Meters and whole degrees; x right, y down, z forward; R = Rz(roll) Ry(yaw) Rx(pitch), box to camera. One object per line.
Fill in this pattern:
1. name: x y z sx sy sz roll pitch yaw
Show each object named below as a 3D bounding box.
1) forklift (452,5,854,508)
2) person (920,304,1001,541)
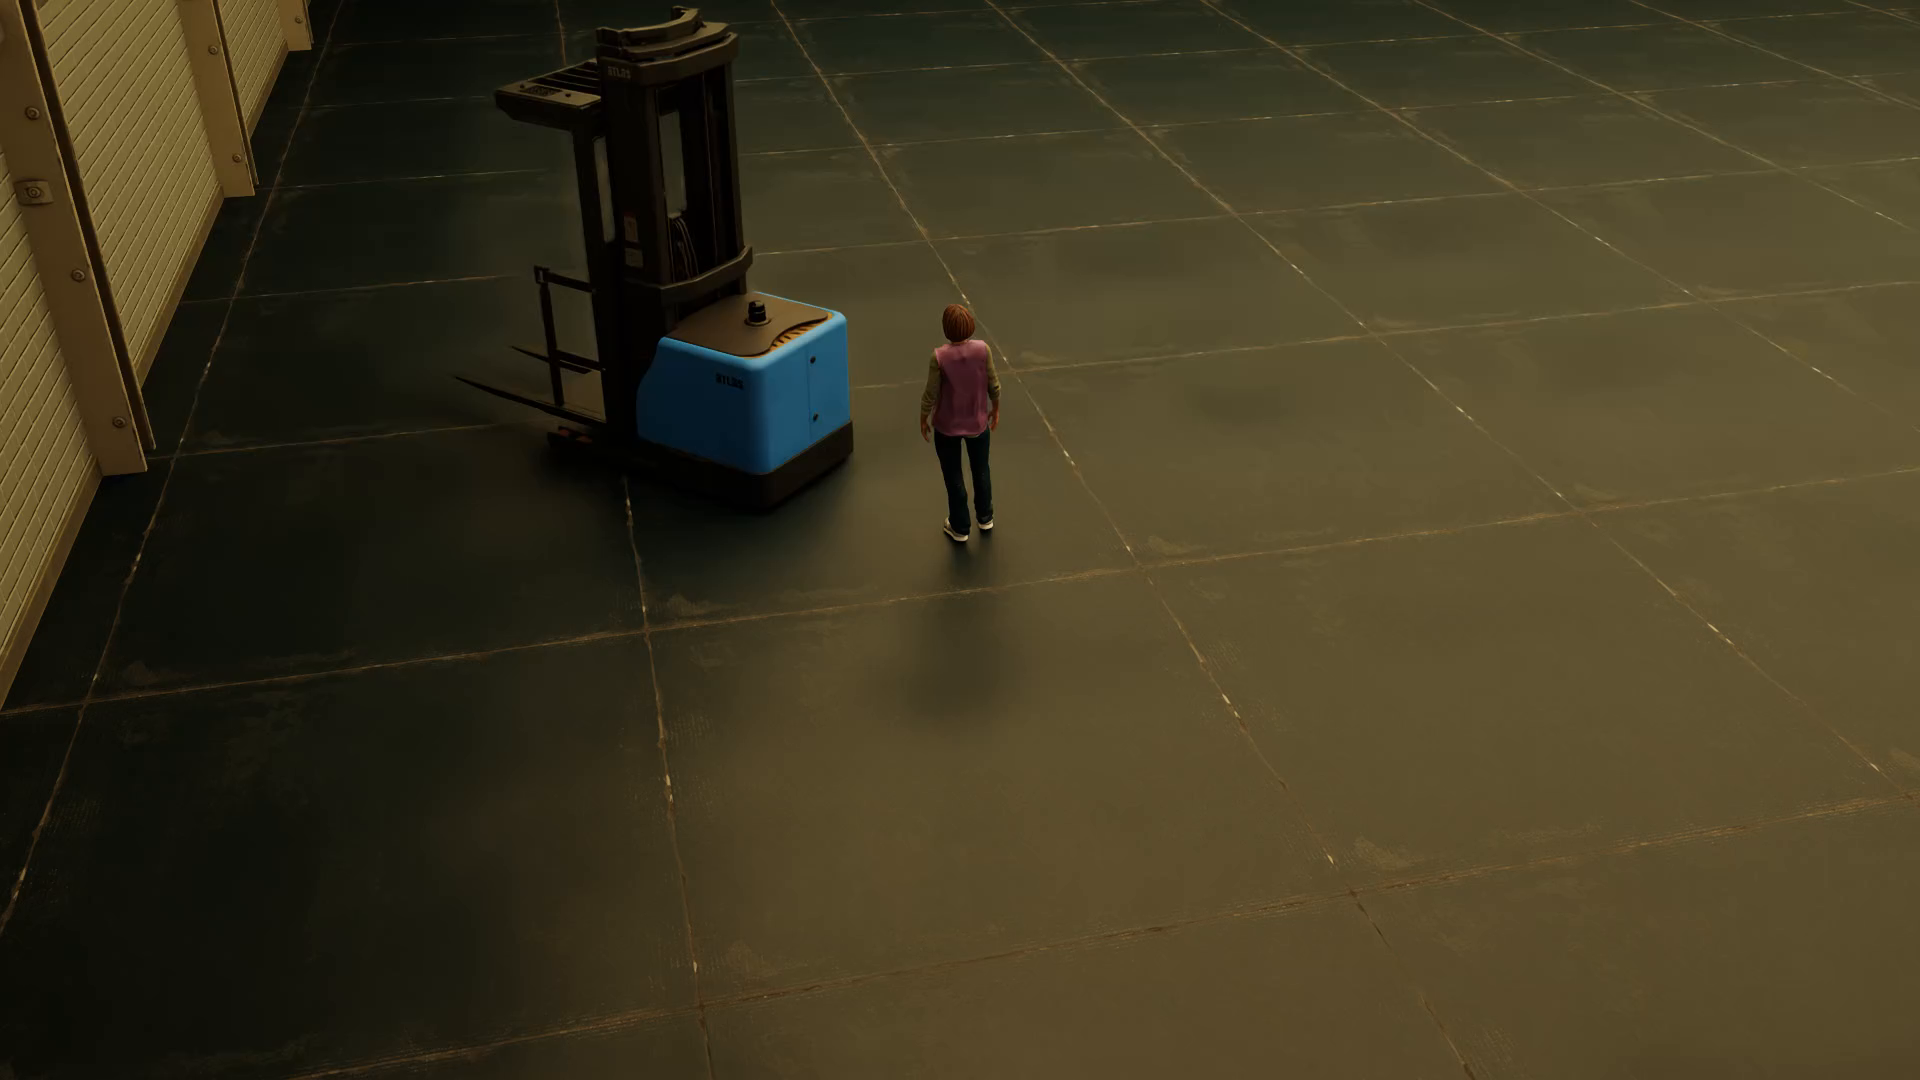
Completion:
1. forklift: -2.252 -2.022 11.068 3.031 2.935 1.130 17 34 27
2. person: -0.004 -0.735 10.162 0.521 1.599 0.473 -7 31 -12
